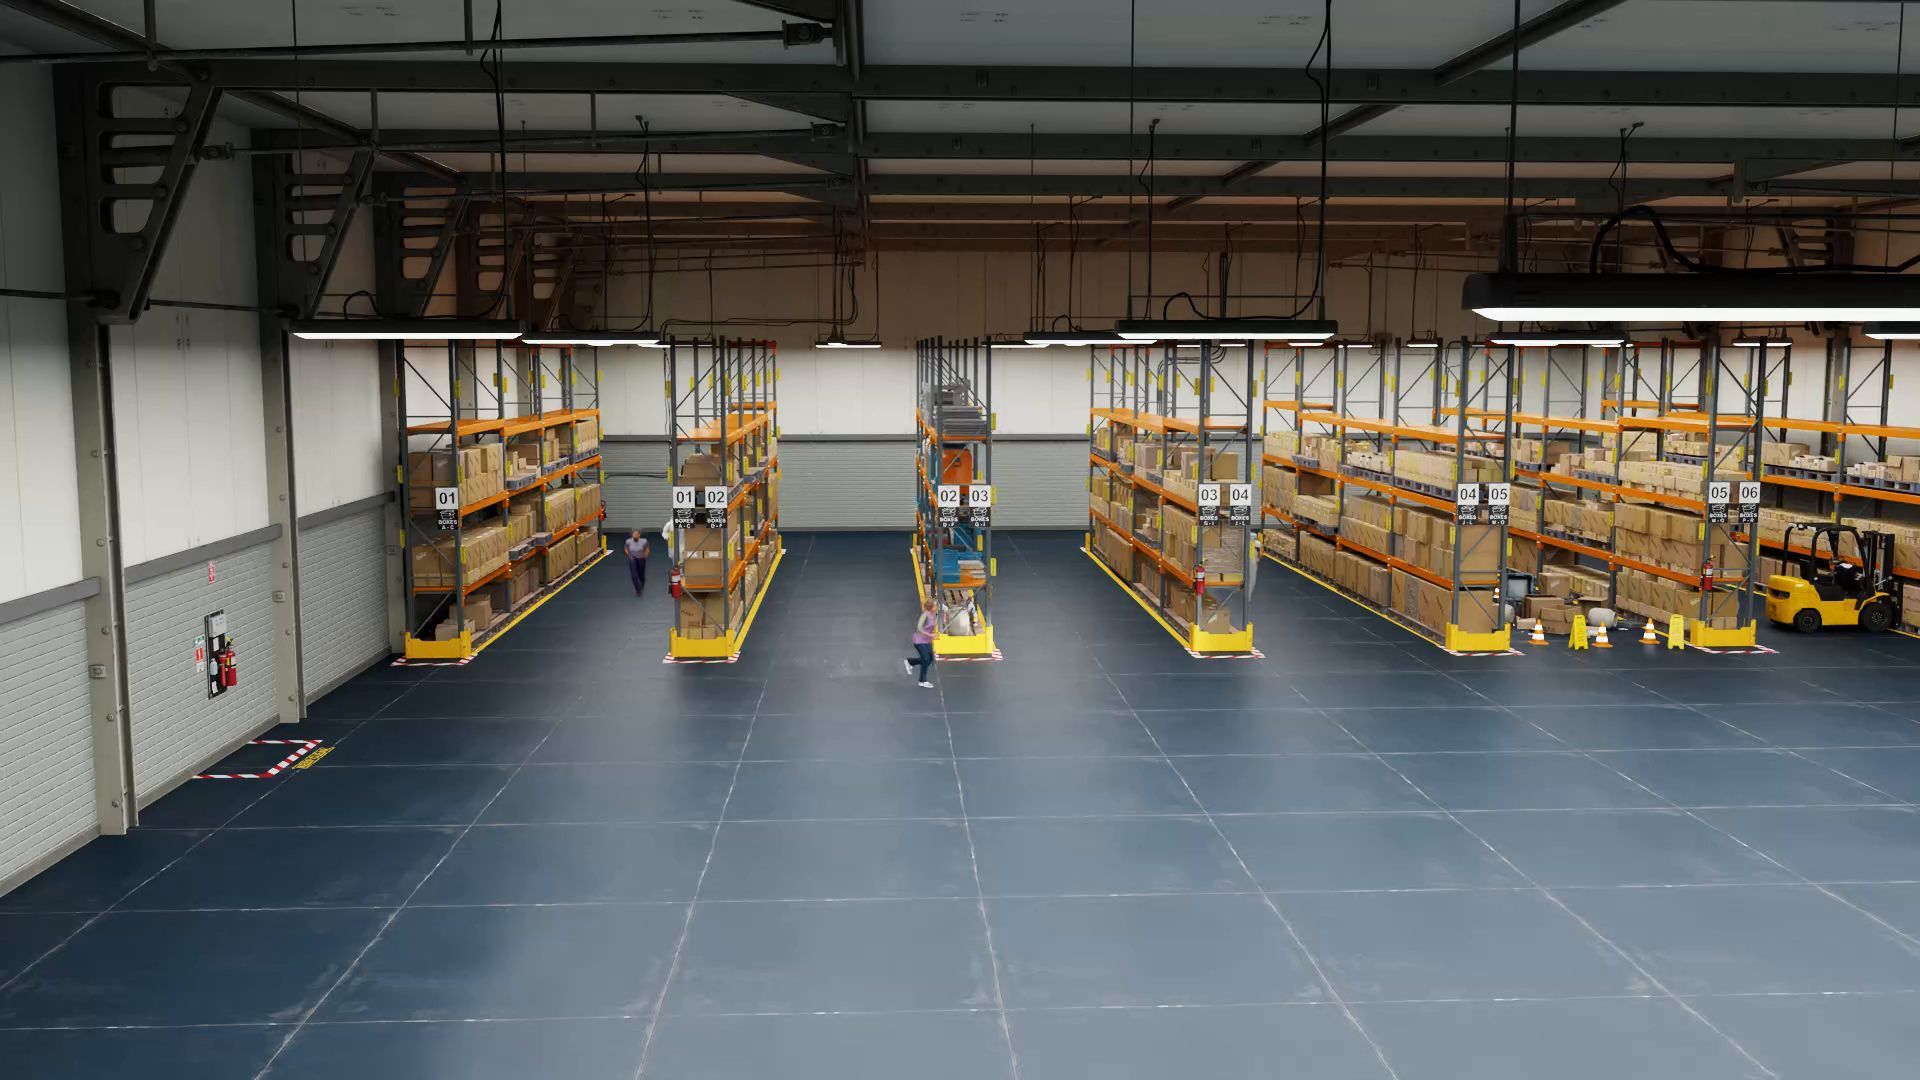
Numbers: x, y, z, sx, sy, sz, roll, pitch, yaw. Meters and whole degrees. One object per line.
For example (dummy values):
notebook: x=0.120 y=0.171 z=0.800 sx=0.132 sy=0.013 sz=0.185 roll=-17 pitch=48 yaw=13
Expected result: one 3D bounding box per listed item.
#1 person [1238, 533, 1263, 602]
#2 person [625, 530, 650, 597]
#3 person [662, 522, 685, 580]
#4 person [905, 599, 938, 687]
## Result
person: x=6.661 y=0.607 z=38.367 sx=0.606 sy=1.617 sz=0.890 roll=-1 pitch=7 yaw=-12
person: x=-7.568 y=0.524 z=39.037 sx=0.572 sy=1.596 sz=0.714 roll=0 pitch=7 yaw=-4
person: x=-7.000 y=0.182 z=41.096 sx=0.712 sy=1.776 sz=0.955 roll=-2 pitch=7 yaw=-14
person: x=-0.651 y=1.763 z=28.387 sx=0.681 sy=1.527 sz=0.521 roll=4 pitch=7 yaw=28
